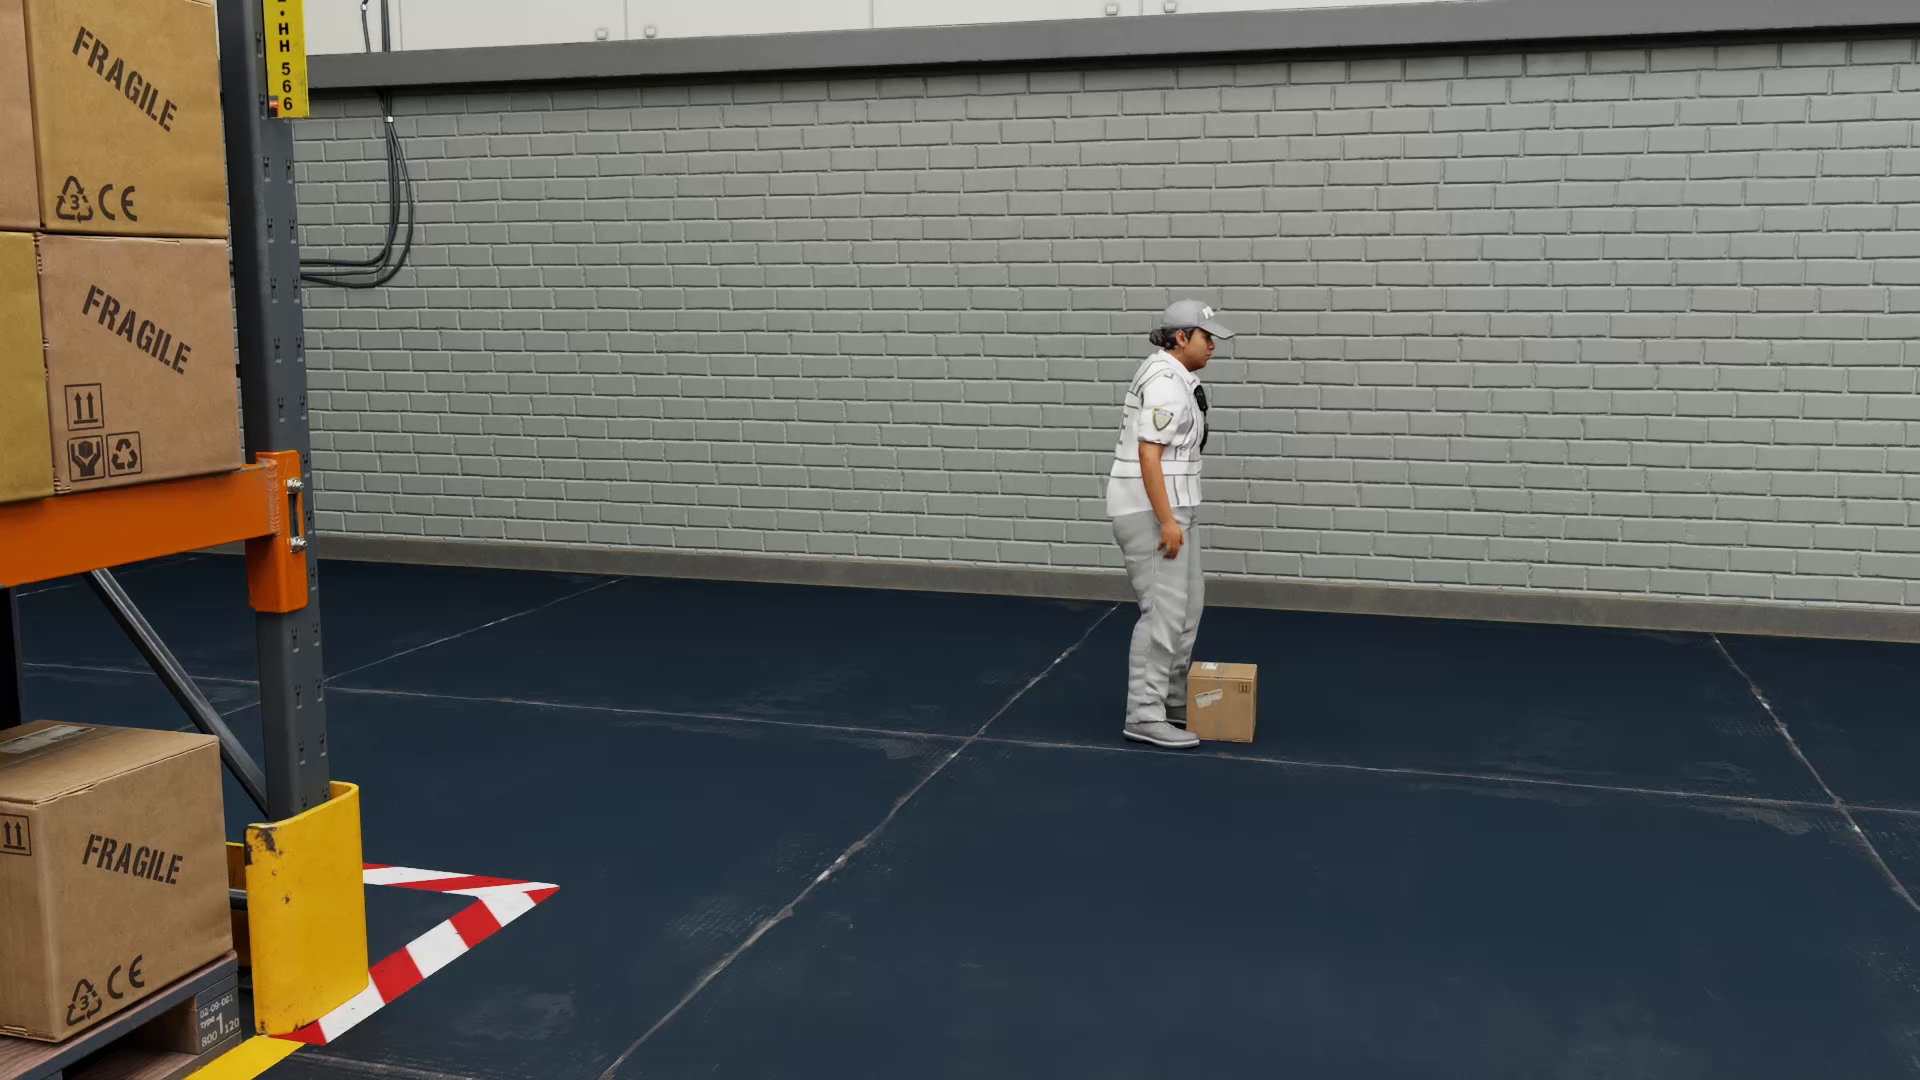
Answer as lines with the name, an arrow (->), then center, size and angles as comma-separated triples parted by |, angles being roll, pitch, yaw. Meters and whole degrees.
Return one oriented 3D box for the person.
person -> 0.802, -0.083, 6.375 | 0.467, 1.667, 0.558 | 2, 9, 14
